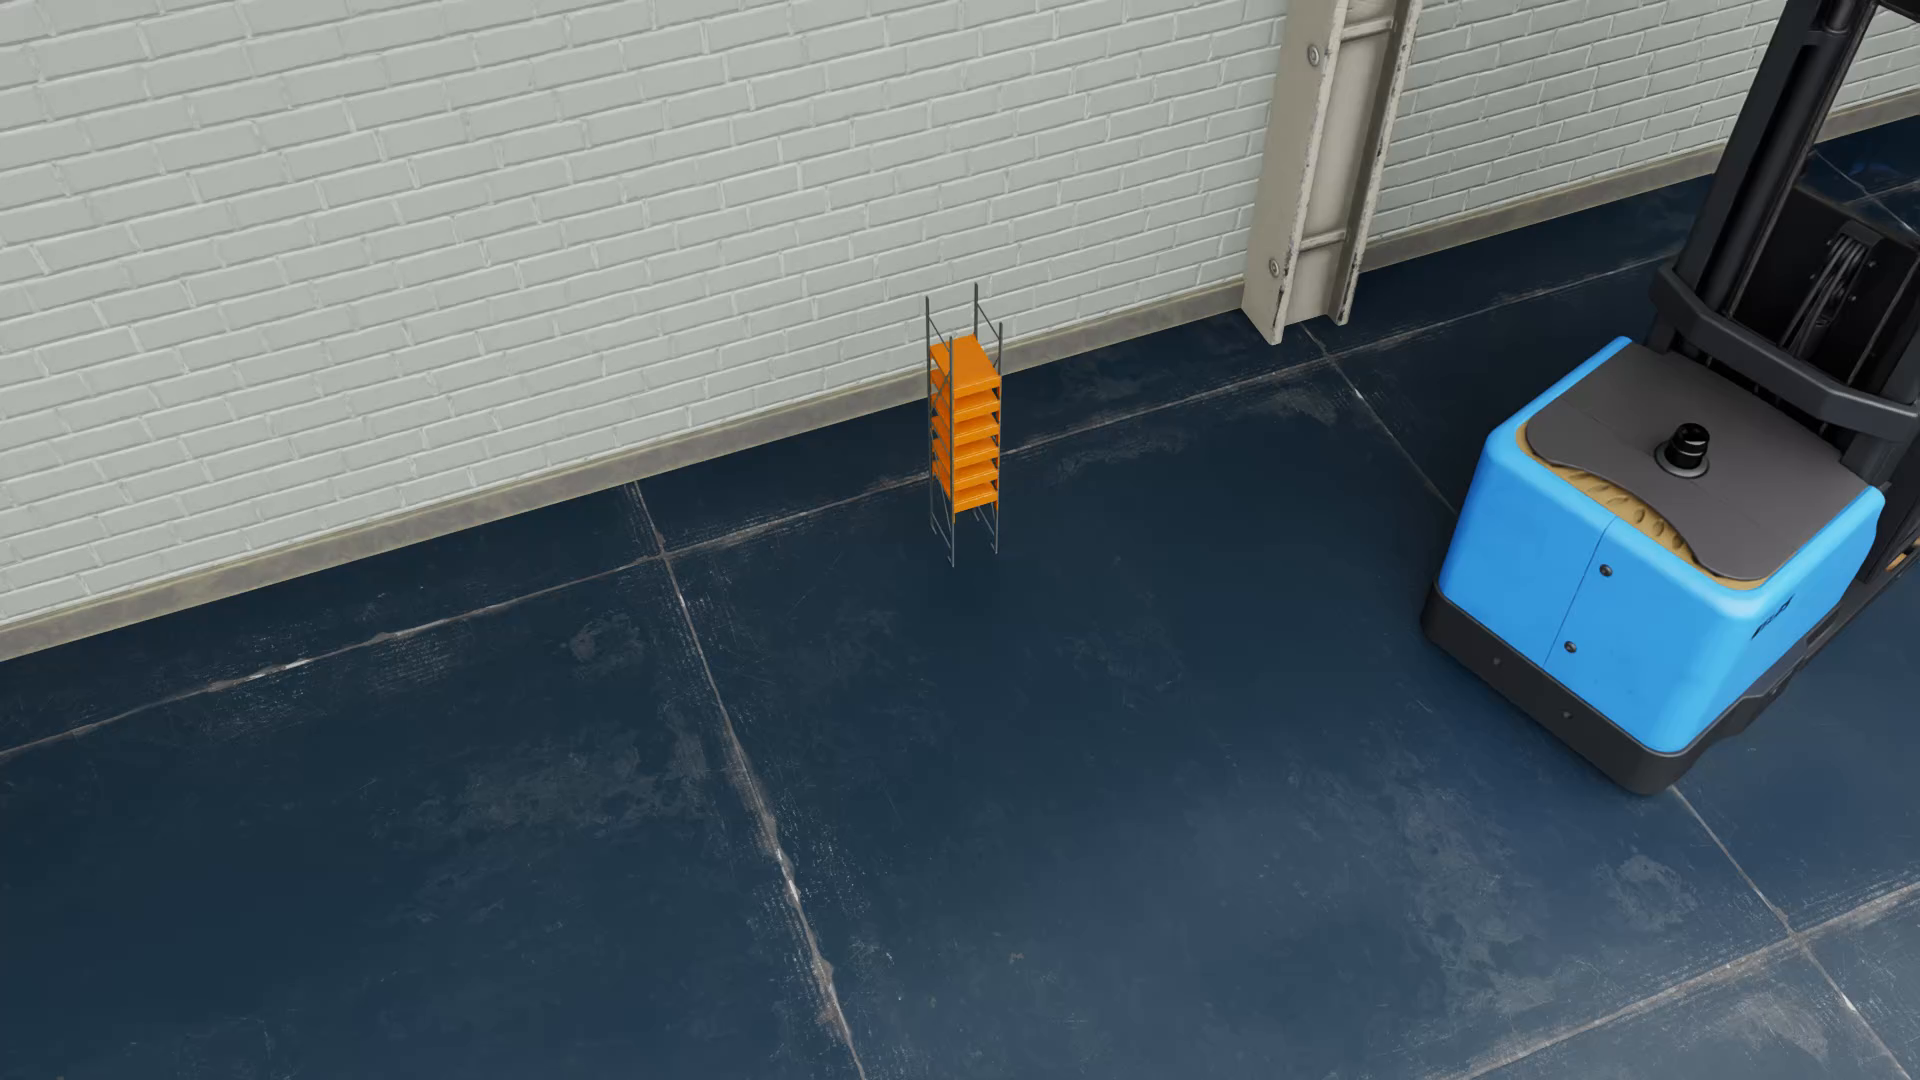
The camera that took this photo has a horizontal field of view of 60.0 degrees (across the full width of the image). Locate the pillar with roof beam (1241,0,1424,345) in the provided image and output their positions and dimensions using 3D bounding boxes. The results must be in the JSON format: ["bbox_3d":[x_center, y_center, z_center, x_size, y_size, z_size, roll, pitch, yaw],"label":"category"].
[{"bbox_3d":[3.122,-0.930,1.458,0.400,9.000,9.100,-17,52,-14],"label":"pillar with roof beam"}]

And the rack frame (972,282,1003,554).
[{"bbox_3d":[0.098,-0.421,6.162,0.006,1.200,0.240,-17,52,-14],"label":"rack frame"}]

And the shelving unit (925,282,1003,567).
[{"bbox_3d":[0.013,-0.395,6.139,0.189,1.200,0.258,-17,52,-14],"label":"shelving unit"}]

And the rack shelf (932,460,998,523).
[{"bbox_3d":[0.013,-0.210,6.355,0.180,0.103,0.258,-17,52,-14],"label":"rack shelf"}]

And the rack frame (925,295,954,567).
[{"bbox_3d":[-0.071,-0.369,6.117,0.006,1.200,0.240,-17,52,-14],"label":"rack frame"}]

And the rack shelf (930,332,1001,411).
[{"bbox_3d":[0.013,-0.601,5.900,0.180,0.103,0.258,-17,52,-14],"label":"rack shelf"}]

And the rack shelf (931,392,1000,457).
[{"bbox_3d":[0.013,-0.444,6.082,0.180,0.103,0.258,-17,52,-14],"label":"rack shelf"}]

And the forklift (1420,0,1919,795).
[{"bbox_3d":[3.171,-1.043,5.555,3.031,2.935,1.130,-33,57,-25],"label":"forklift"}]

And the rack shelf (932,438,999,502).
[{"bbox_3d":[0.013,-0.288,6.264,0.180,0.103,0.258,-17,52,-14],"label":"rack shelf"}]

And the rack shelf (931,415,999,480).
[{"bbox_3d":[0.013,-0.366,6.173,0.180,0.103,0.258,-17,52,-14],"label":"rack shelf"}]

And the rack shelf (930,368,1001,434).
[{"bbox_3d":[0.013,-0.522,5.991,0.180,0.103,0.258,-17,52,-14],"label":"rack shelf"}]
